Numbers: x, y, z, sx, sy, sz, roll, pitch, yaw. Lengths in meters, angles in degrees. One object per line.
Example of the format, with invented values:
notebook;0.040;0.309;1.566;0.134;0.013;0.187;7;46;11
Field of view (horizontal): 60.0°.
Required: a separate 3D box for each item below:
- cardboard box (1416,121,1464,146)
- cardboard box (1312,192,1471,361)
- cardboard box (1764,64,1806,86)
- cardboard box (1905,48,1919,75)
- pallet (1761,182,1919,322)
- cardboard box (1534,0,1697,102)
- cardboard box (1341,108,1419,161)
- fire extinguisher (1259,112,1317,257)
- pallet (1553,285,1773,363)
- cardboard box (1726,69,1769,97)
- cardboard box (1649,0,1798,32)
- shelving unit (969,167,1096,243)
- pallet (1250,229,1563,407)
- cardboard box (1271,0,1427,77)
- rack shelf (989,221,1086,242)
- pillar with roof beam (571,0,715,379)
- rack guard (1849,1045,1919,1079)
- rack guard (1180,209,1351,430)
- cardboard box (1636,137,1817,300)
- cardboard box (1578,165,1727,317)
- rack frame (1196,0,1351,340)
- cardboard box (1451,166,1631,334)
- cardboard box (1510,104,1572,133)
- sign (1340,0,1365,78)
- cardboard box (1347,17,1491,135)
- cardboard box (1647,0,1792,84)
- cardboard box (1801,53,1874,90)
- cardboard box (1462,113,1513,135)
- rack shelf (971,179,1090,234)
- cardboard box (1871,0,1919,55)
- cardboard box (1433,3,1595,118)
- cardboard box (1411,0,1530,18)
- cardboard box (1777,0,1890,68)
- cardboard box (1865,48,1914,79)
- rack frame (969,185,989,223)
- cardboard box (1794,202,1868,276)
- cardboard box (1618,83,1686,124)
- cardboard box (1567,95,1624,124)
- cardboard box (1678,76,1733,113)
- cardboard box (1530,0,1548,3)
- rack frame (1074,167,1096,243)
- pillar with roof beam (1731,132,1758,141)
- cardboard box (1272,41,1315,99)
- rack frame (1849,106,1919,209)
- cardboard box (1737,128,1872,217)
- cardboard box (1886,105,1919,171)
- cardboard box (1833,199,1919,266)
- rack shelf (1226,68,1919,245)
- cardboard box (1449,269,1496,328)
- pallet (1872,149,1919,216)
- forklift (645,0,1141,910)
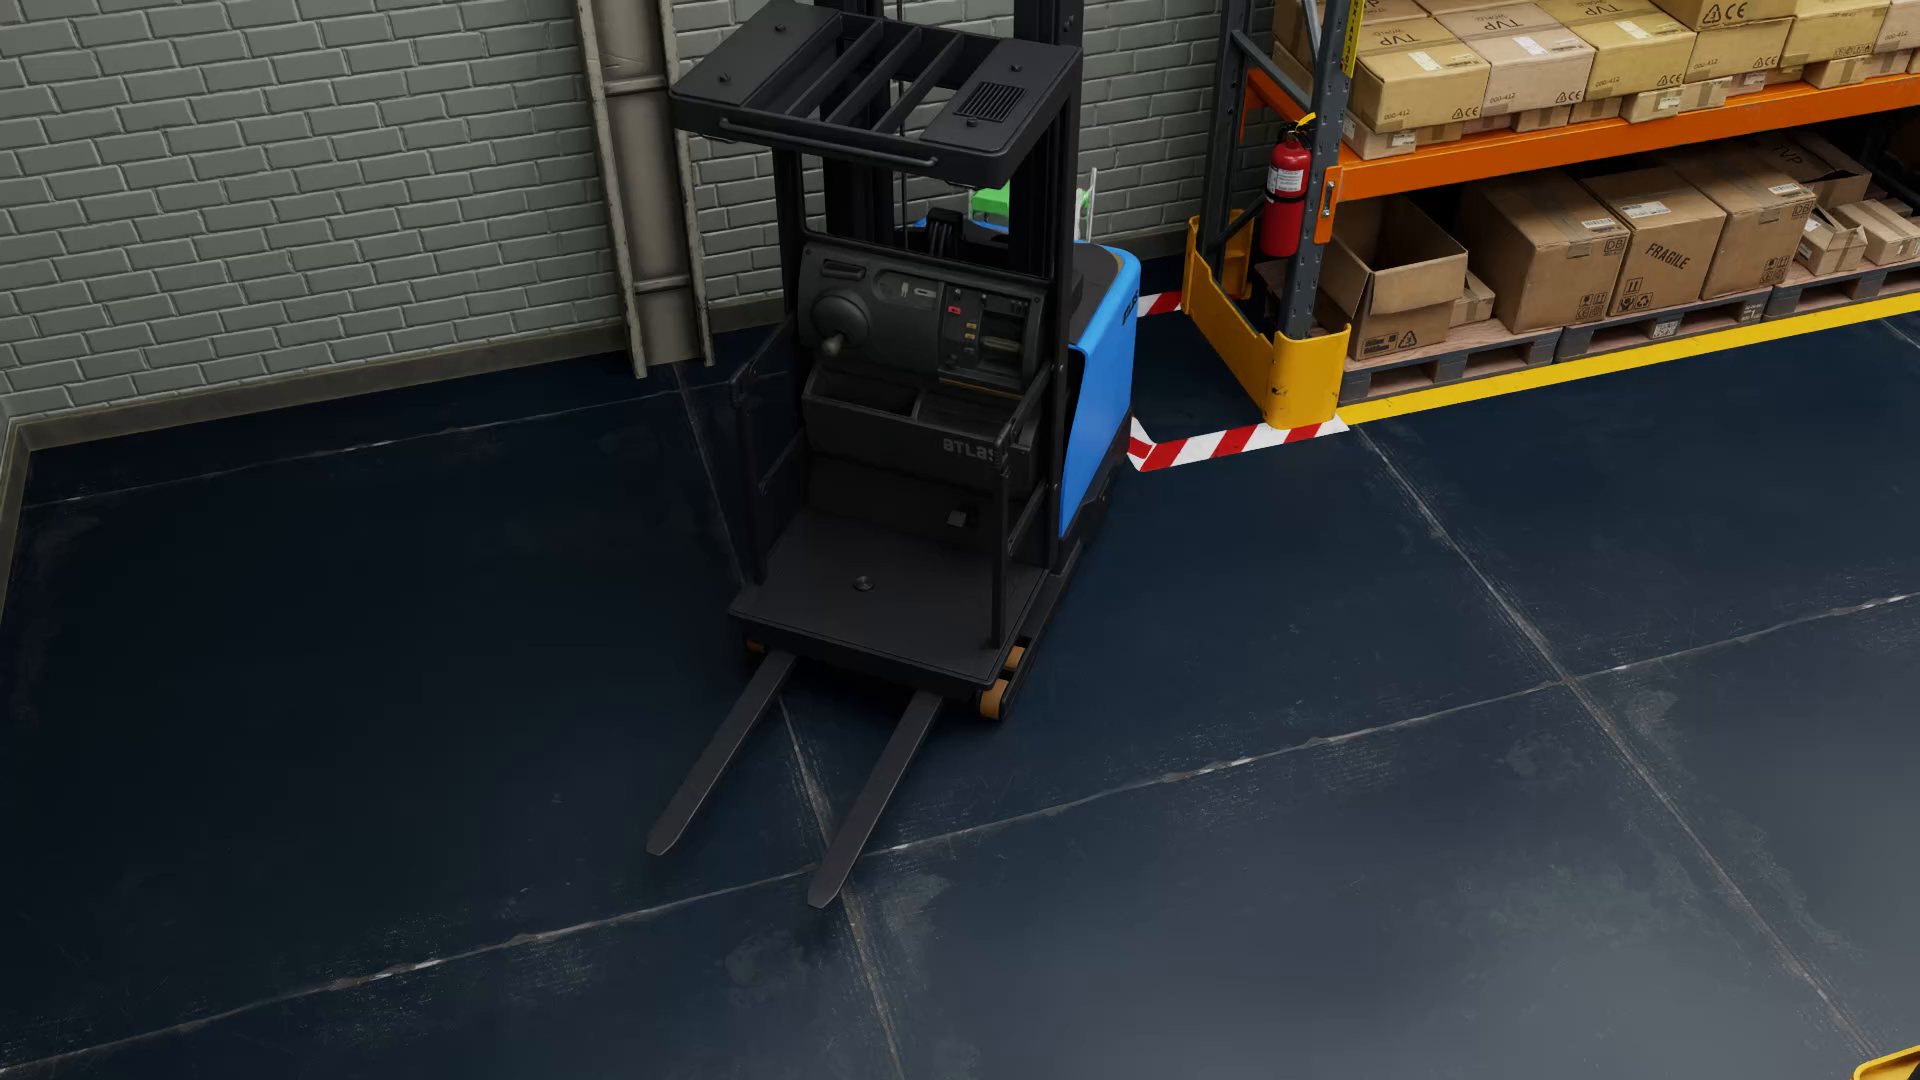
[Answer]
cardboard box;2.019;-1.900;7.336;0.250;0.149;0.380;-11;42;-12
cardboard box;2.007;-1.302;8.039;0.637;0.503;0.797;-13;43;-15
cardboard box;3.726;-2.282;7.773;0.250;0.149;0.380;-11;42;-12
cardboard box;4.499;-2.365;7.869;0.250;0.149;0.380;-11;42;-12
pallet;4.555;-1.628;8.953;1.213;0.211;1.003;-12;42;-13
cardboard box;2.872;-2.201;7.377;0.500;0.250;0.500;-12;43;-14
cardboard box;1.791;-1.821;7.245;0.250;0.149;0.380;-12;43;-13
fire extinguisher;1.393;-1.534;7.068;0.183;0.674;0.296;-12;42;-13
pallet;3.389;-1.384;8.674;1.213;0.211;1.003;-12;42;-13
cardboard box;3.505;-2.203;7.683;0.250;0.149;0.380;-12;43;-13
cardboard box;3.339;-2.578;7.239;0.500;0.500;0.500;-11;42;-12
shelving unit;0.305;-1.145;7.634;0.503;1.200;0.258;14;39;15
pallet;2.227;-1.146;8.401;1.213;0.211;1.003;-12;42;-13
cardboard box;1.754;-2.336;7.531;0.500;0.250;0.500;-11;42;-12
rack shelf;0.310;-1.285;7.528;0.480;0.148;0.258;14;39;15
pillar with roof beam;-0.155;-1.613;2.257;0.400;9.000;9.100;-12;42;-13
rack guard;2.866;2.038;4.538;0.348;0.500;1.175;-12;42;-13
rack guard;1.467;-1.096;8.125;0.348;0.500;1.175;-12;42;-13
cardboard box;3.824;-1.651;8.440;0.500;0.500;0.700;-13;43;-15
cardboard box;3.368;-1.487;8.253;0.500;0.500;0.500;-11;42;-12
rack frame;1.395;-2.023;7.285;0.127;3.000;1.000;-12;42;-13
cardboard box;2.834;-1.445;8.205;0.500;0.500;0.700;-10;42;-11
cardboard box;2.519;-1.985;7.434;0.250;0.149;0.380;-10;42;-12
sign;1.558;-2.008;6.611;0.005;0.325;0.100;-12;42;-13
cardboard box;1.908;-1.999;7.146;0.500;0.250;0.500;-11;42;-13
cardboard box;3.353;-2.315;7.508;0.500;0.250;0.500;-13;43;-14
cardboard box;4.006;-2.262;7.751;0.250;0.149;0.380;-12;43;-14
cardboard box;2.260;-1.974;7.420;0.250;0.149;0.380;-12;43;-14
rack shelf;0.317;-1.477;7.384;0.480;0.148;0.258;14;39;15
cardboard box;4.324;-2.507;7.727;0.500;0.250;0.500;-12;42;-13
cardboard box;2.389;-2.099;7.260;0.500;0.250;0.500;-11;42;-13
cardboard box;2.246;-2.437;7.647;0.500;0.250;0.500;-12;42;-13
cardboard box;3.844;-2.416;7.624;0.500;0.250;0.500;-12;43;-13
cardboard box;4.241;-2.331;7.829;0.250;0.149;0.380;-11;42;-12
rack frame;0.077;-1.201;7.699;0.015;1.200;0.240;14;39;15
cardboard box;4.426;-1.577;8.534;0.258;0.266;0.396;-10;42;-12
cardboard box;3.034;-2.044;7.501;0.250;0.149;0.380;-13;43;-14
cardboard box;2.771;-2.041;7.498;0.250;0.149;0.380;-11;42;-12
cardboard box;3.279;-2.109;7.575;0.250;0.149;0.380;-11;42;-12
cardboard box;2.720;-2.532;7.756;0.500;0.250;0.500;-10;42;-12
rack frame;0.534;-1.088;7.570;0.015;1.200;0.240;14;39;15
pillar with roof beam;5.568;-2.799;3.614;0.400;9.000;9.100;-12;42;-13
cardboard box;1.630;-2.162;7.636;0.250;0.149;0.380;-12;43;-14
rack frame;5.210;-2.813;8.190;0.127;3.000;1.000;-12;42;-13
cardboard box;4.509;-1.976;8.957;0.500;0.311;0.500;-10;42;-12
cardboard box;5.589;-2.313;9.198;0.500;0.500;0.500;-12;43;-13
cardboard box;4.767;-1.603;8.653;0.250;0.149;0.380;-13;43;-14
rack shelf;3.302;-2.147;7.974;4.000;0.370;1.077;-12;42;-13
cardboard box;2.424;-1.228;8.223;0.250;0.149;0.380;-13;43;-15
pallet;5.974;-1.947;9.319;1.213;0.211;1.003;-12;42;-13
forklift;-0.224;-0.720;5.847;1.130;2.935;3.031;14;43;16
